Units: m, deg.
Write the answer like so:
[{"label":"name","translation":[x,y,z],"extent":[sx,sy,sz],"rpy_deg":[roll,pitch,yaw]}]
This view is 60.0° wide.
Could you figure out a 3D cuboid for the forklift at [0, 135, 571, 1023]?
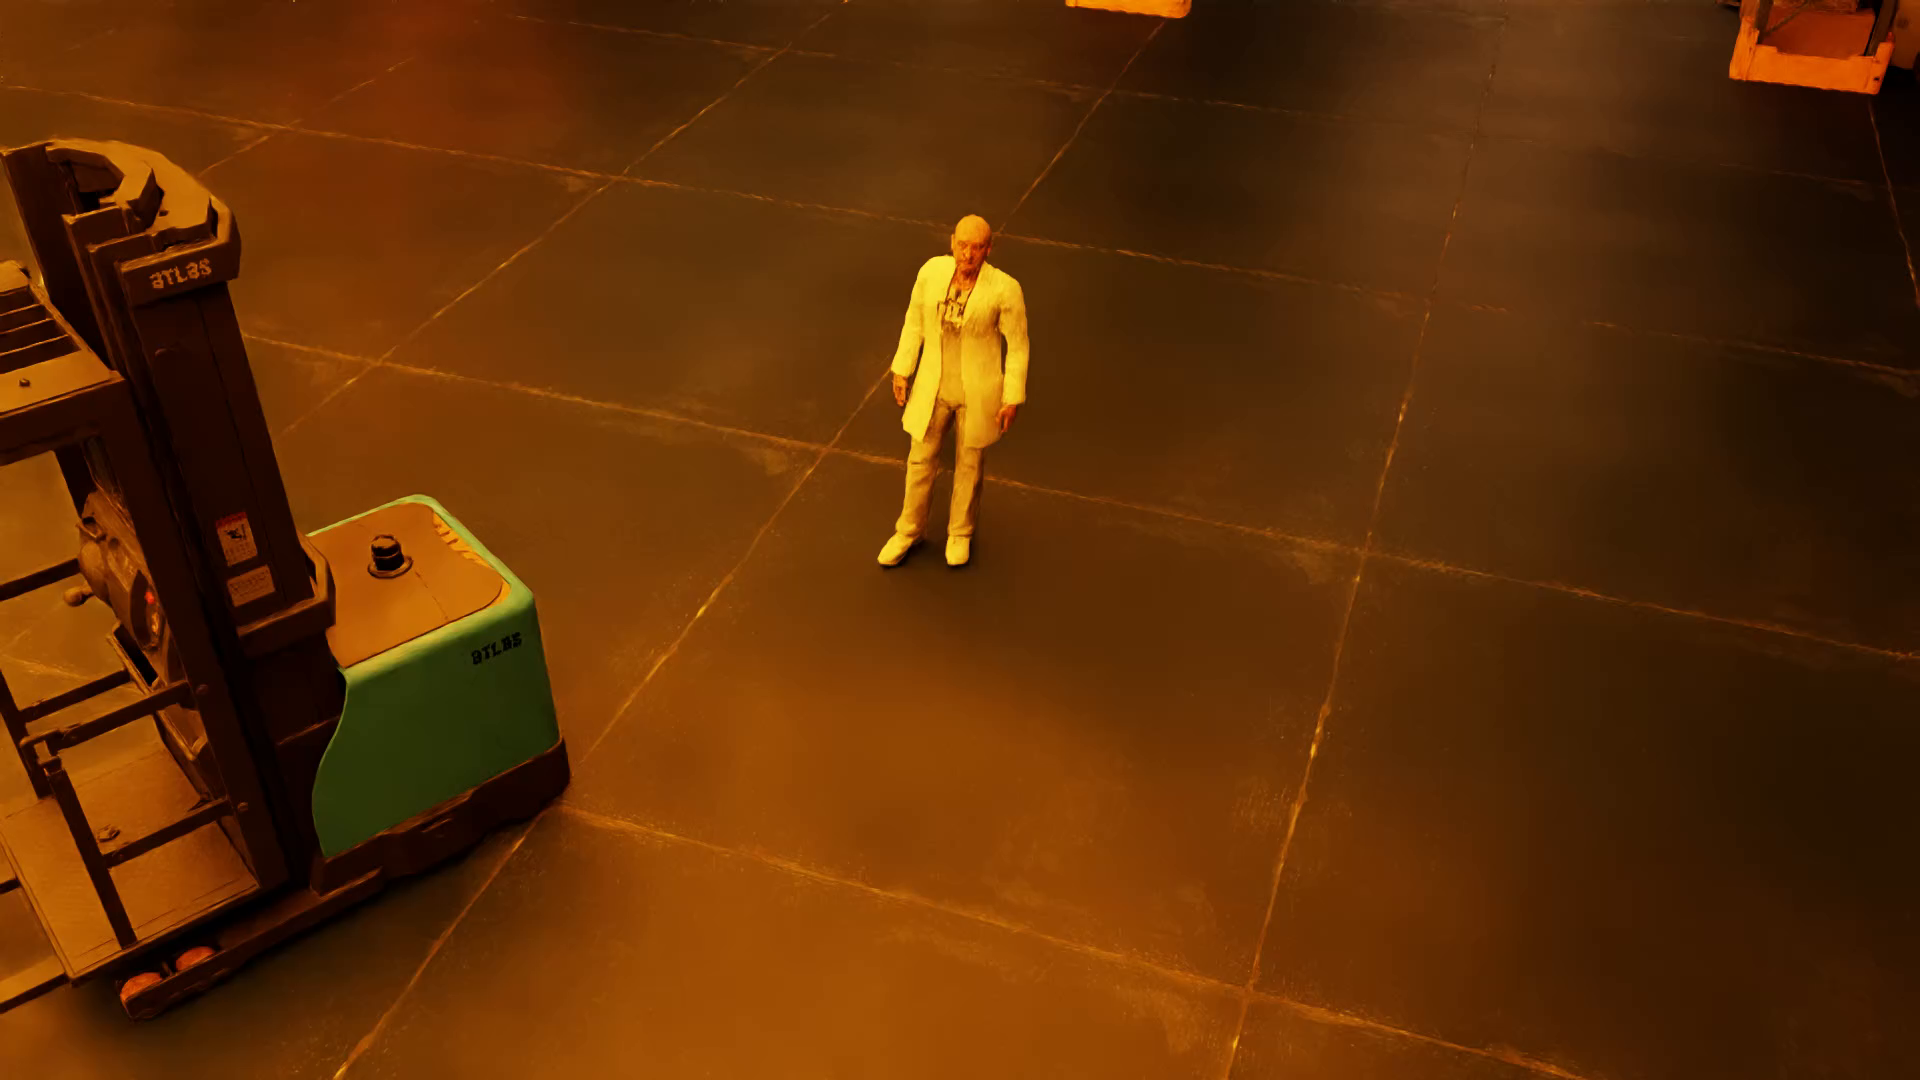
[{"label":"forklift","translation":[-3.111,0.225,5.793],"extent":[3.031,2.935,1.130],"rpy_deg":[-26,43,-32]}]

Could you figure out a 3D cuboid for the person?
[{"label":"person","translation":[-0.035,-0.683,8.058],"extent":[0.694,1.776,0.579],"rpy_deg":[12,37,16]}]
